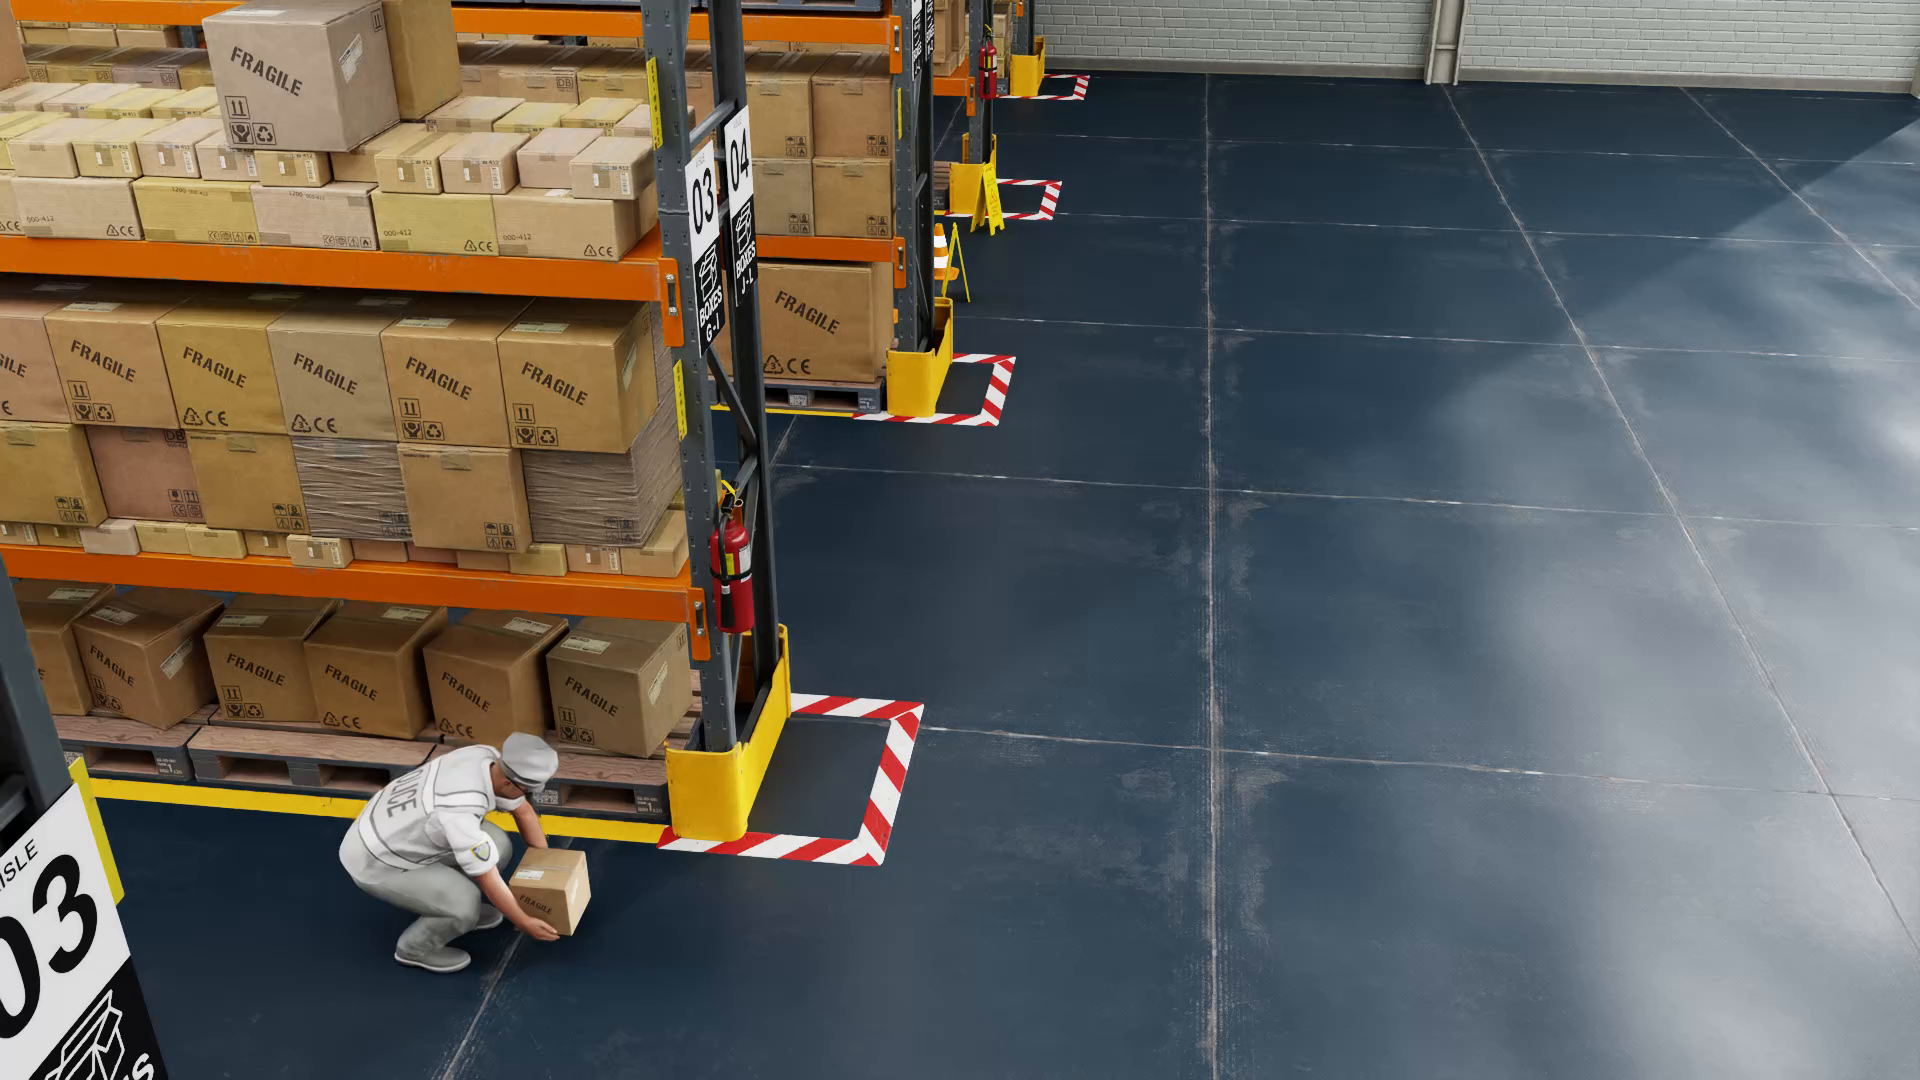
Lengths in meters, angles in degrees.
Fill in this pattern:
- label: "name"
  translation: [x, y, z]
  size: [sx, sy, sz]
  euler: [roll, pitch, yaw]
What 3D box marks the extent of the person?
- label: "person"
  translation: [-2.106, 1.277, 6.997]
  size: [0.916, 1.038, 0.565]
  euler: [3, 28, 6]
